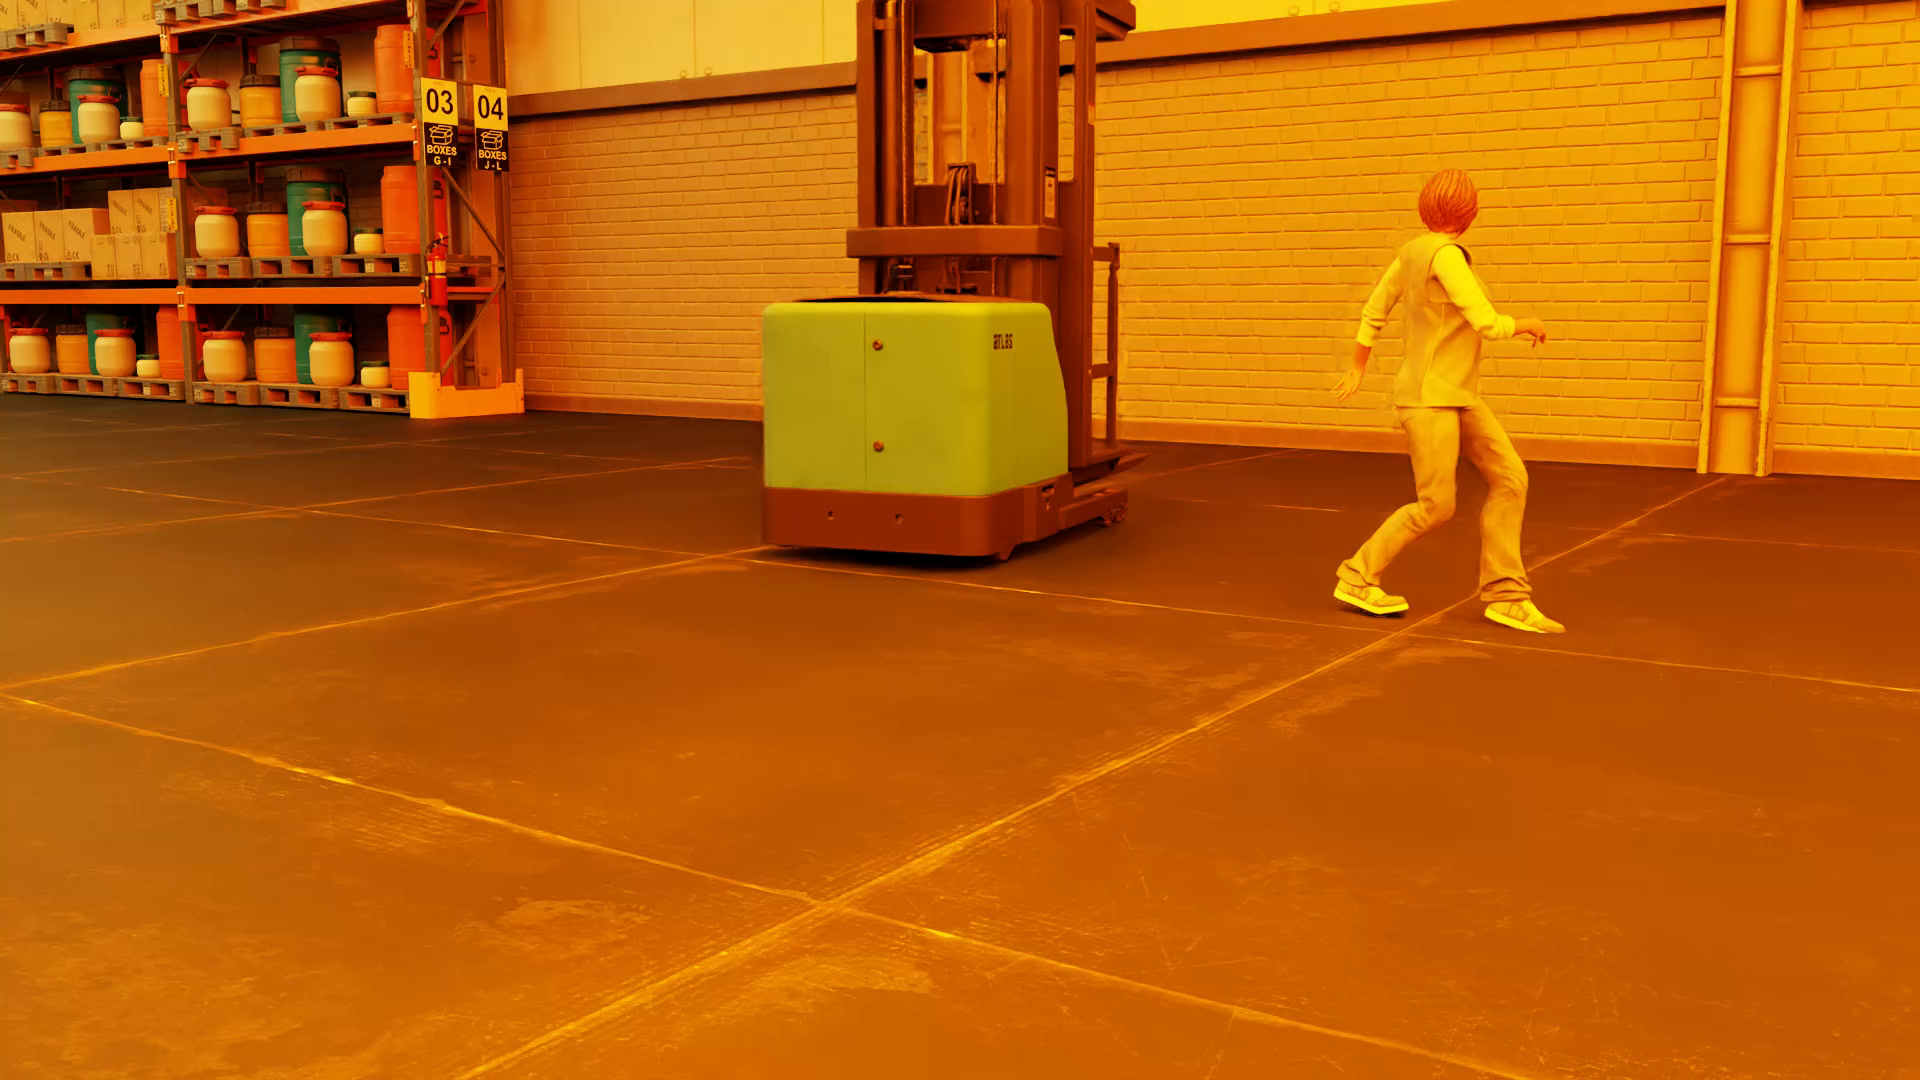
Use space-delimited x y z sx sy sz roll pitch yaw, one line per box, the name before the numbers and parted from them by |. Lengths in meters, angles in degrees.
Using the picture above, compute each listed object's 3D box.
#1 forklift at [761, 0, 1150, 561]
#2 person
forklift | 0.188 -1.535 7.985 1.130 2.935 3.031 3 9 22
person | 1.643 -0.466 5.603 0.838 1.538 0.428 4 9 25
